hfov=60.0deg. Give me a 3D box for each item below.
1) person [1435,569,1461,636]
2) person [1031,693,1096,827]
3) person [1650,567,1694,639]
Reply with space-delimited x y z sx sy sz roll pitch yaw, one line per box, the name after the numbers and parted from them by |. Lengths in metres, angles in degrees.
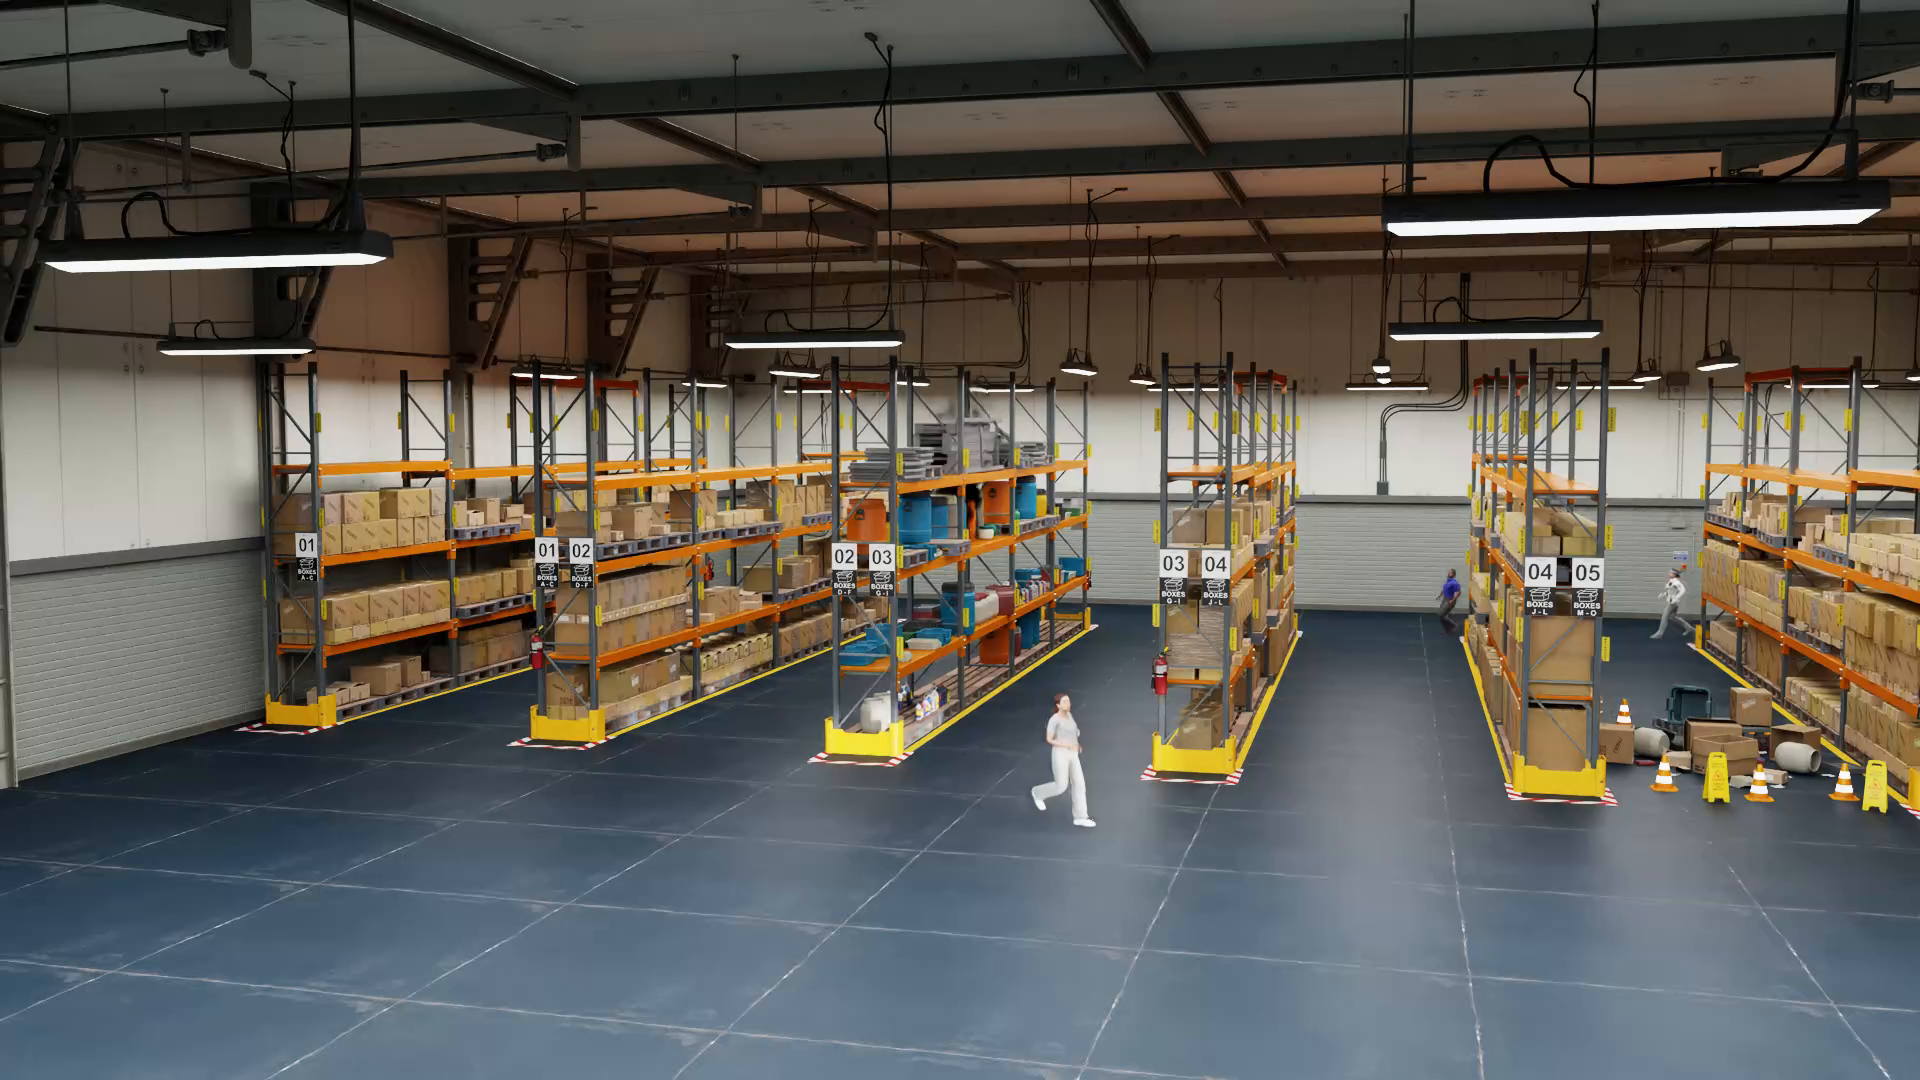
11.421 1.476 38.939 0.472 1.601 0.647 -1 4 -11 | person
1.311 2.715 20.759 0.970 1.633 0.584 4 6 44 | person
16.441 1.459 38.338 0.949 1.688 0.654 1 4 16 | person
